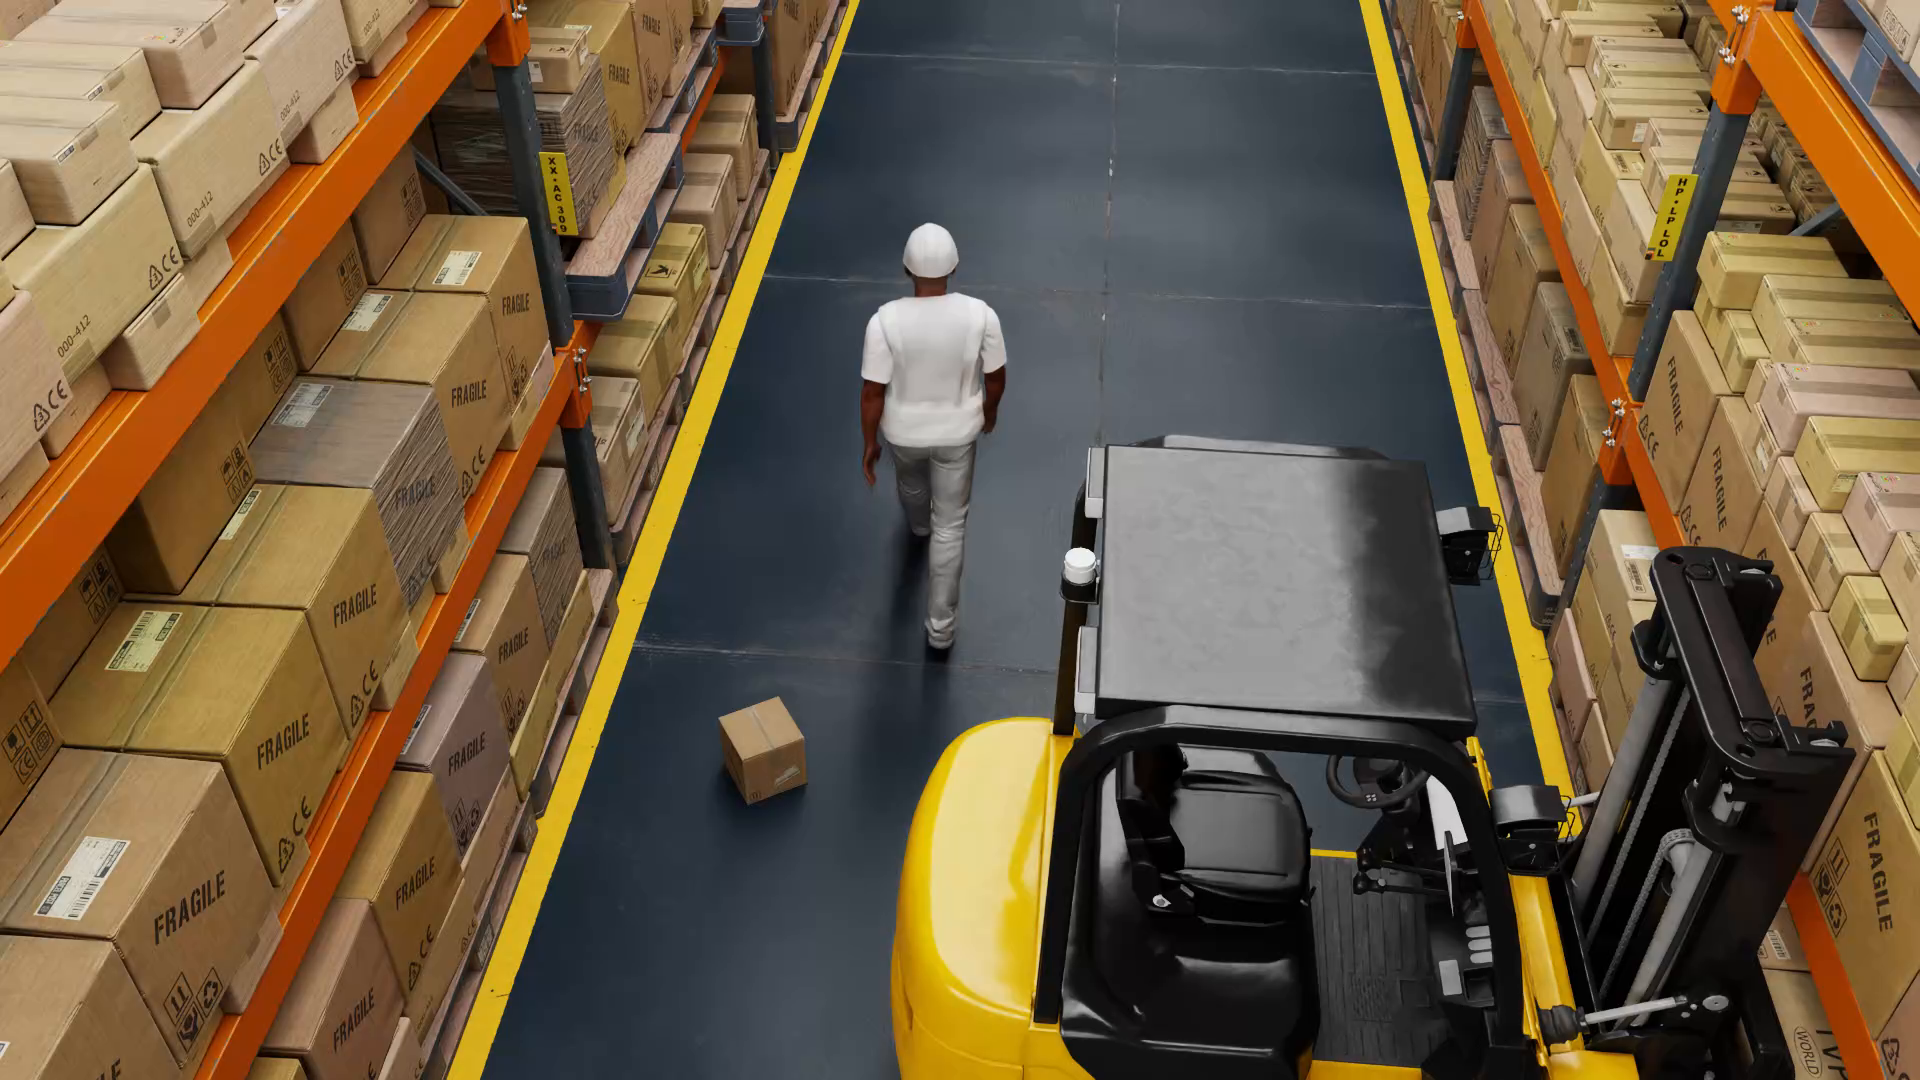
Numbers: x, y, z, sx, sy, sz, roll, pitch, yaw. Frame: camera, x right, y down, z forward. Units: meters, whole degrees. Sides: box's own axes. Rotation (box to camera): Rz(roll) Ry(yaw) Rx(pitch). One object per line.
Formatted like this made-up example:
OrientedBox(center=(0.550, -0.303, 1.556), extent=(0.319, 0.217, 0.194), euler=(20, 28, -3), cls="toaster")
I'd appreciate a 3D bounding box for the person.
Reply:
OrientedBox(center=(-0.101, -0.500, 6.754), extent=(0.575, 1.709, 1.099), euler=(1, 40, 1), cls="person")
